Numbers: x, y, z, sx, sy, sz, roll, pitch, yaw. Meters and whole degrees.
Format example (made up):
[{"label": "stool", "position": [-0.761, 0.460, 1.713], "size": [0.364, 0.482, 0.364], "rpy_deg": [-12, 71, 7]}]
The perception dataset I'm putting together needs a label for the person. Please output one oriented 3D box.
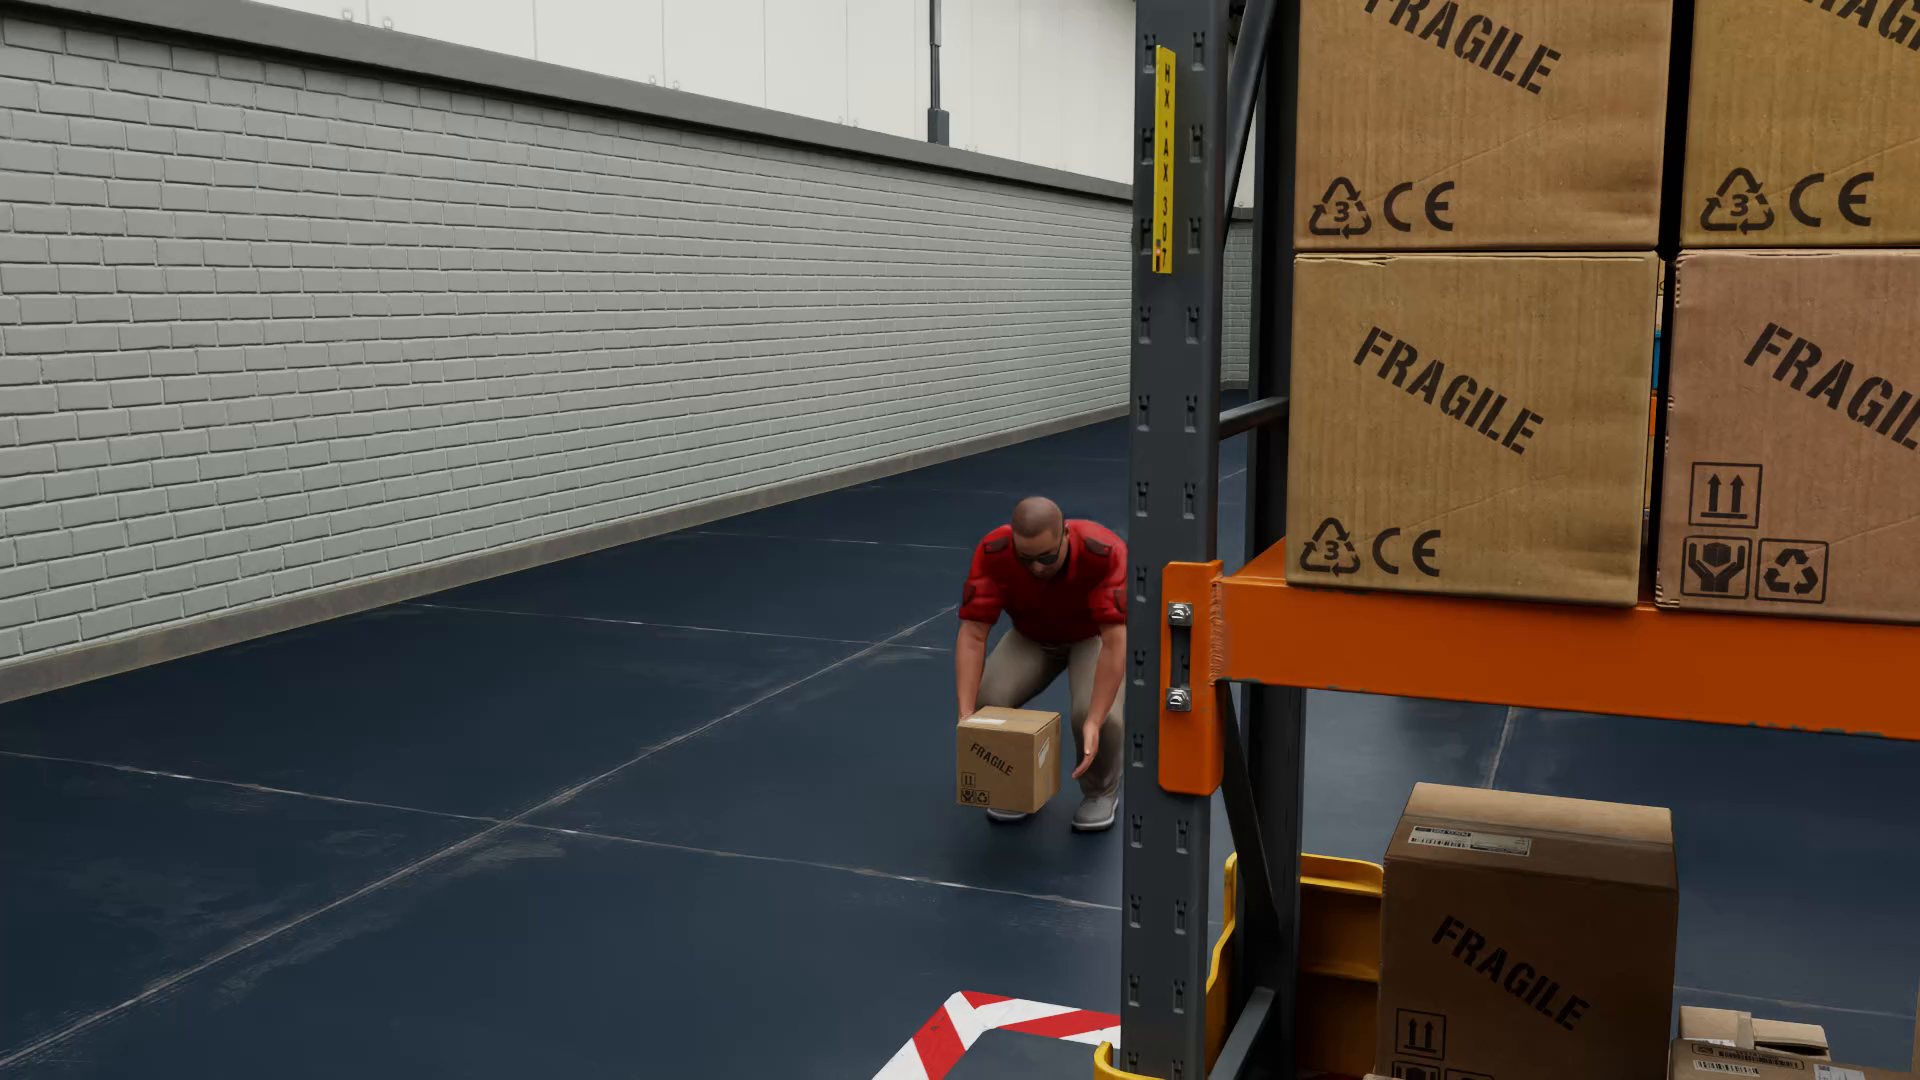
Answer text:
[{"label": "person", "position": [0.305, 0.379, 5.428], "size": [0.523, 0.997, 0.794], "rpy_deg": [3, 9, 21]}]
